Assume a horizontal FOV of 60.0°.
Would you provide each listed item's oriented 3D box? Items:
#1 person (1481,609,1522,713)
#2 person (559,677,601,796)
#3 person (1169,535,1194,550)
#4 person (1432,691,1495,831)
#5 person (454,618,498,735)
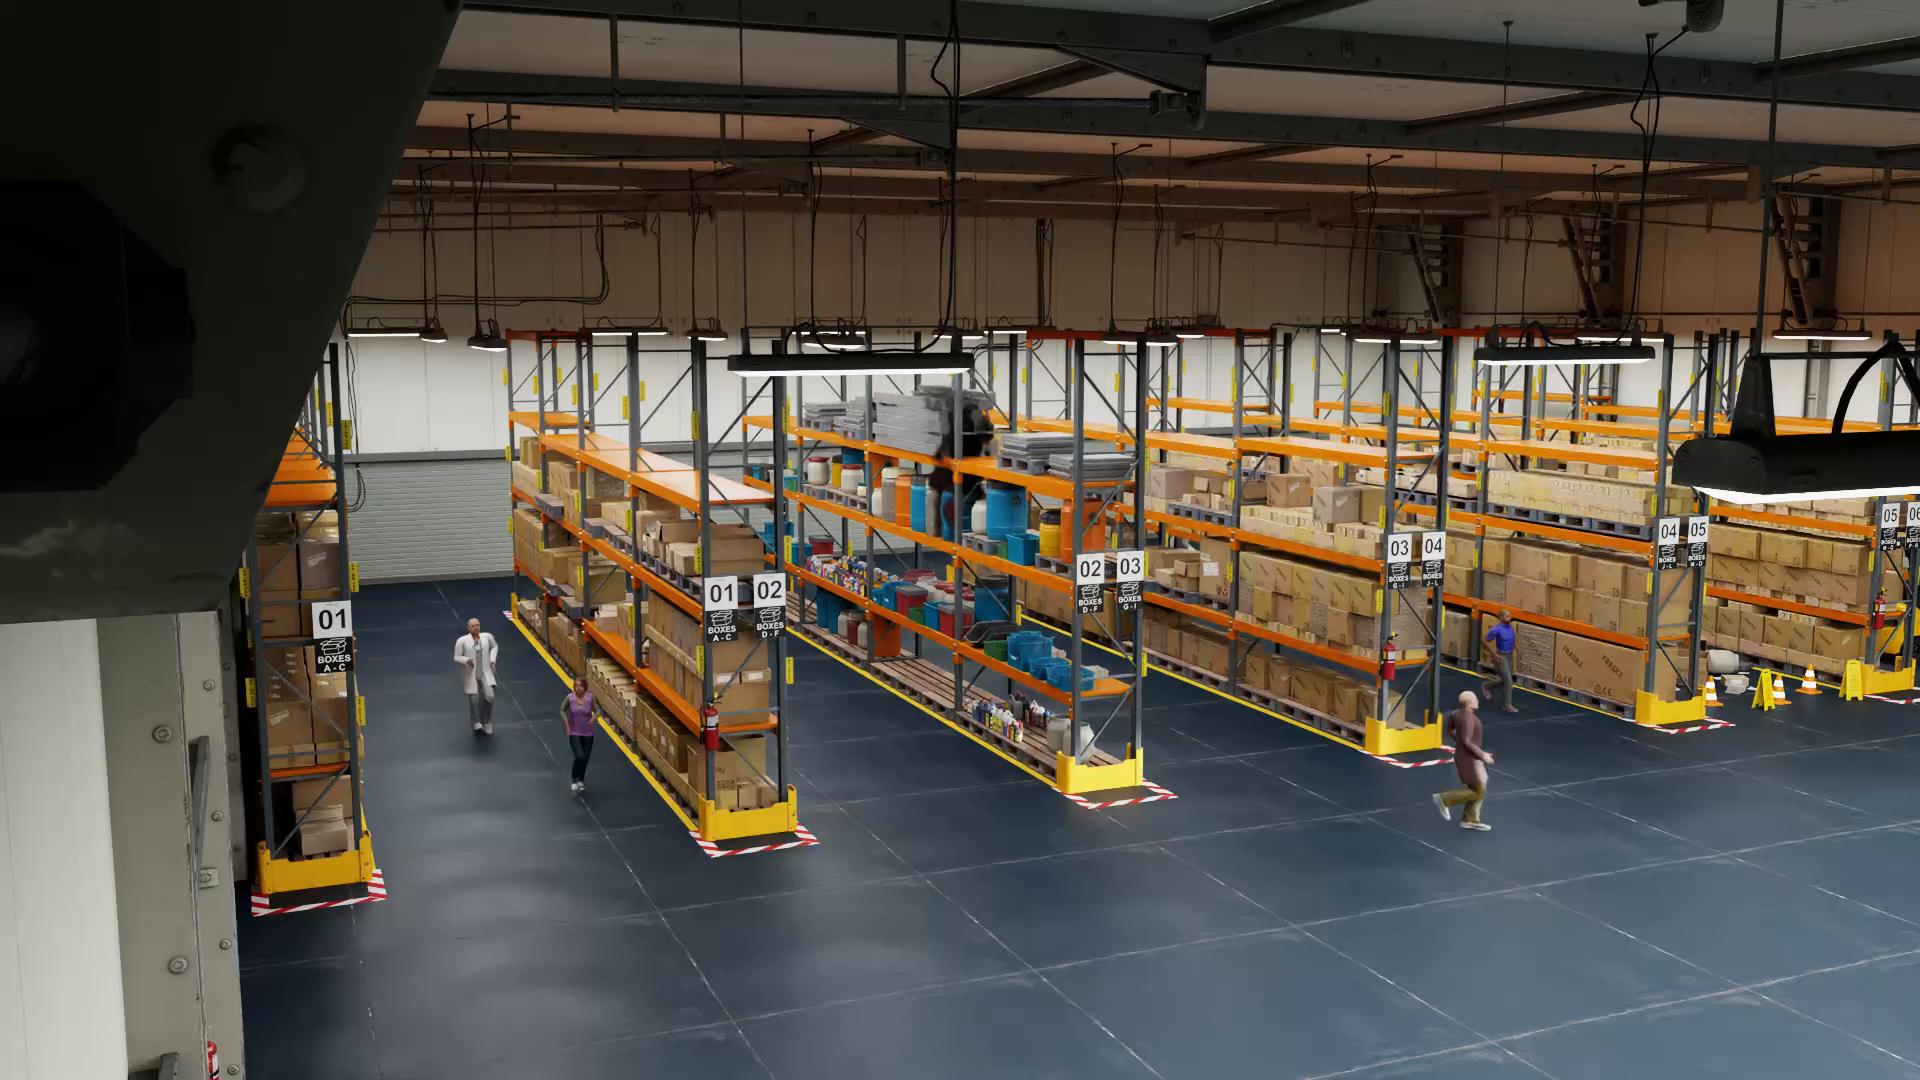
[{"bbox_3d":[8.662,1.913,26.666,0.607,1.618,0.797,-5,9,-33],"label":"person"},{"bbox_3d":[-4.978,2.582,21.889,0.510,1.591,0.647,-3,8,-21],"label":"person"},{"bbox_3d":[5.481,-0.248,41.797,0.939,1.755,0.715,5,9,34],"label":"person"},{"bbox_3d":[6.183,2.715,20.441,0.747,1.754,0.722,0,8,3],"label":"person"},{"bbox_3d":[-7.256,2.067,25.047,0.681,1.796,0.775,-4,9,-25],"label":"person"}]
